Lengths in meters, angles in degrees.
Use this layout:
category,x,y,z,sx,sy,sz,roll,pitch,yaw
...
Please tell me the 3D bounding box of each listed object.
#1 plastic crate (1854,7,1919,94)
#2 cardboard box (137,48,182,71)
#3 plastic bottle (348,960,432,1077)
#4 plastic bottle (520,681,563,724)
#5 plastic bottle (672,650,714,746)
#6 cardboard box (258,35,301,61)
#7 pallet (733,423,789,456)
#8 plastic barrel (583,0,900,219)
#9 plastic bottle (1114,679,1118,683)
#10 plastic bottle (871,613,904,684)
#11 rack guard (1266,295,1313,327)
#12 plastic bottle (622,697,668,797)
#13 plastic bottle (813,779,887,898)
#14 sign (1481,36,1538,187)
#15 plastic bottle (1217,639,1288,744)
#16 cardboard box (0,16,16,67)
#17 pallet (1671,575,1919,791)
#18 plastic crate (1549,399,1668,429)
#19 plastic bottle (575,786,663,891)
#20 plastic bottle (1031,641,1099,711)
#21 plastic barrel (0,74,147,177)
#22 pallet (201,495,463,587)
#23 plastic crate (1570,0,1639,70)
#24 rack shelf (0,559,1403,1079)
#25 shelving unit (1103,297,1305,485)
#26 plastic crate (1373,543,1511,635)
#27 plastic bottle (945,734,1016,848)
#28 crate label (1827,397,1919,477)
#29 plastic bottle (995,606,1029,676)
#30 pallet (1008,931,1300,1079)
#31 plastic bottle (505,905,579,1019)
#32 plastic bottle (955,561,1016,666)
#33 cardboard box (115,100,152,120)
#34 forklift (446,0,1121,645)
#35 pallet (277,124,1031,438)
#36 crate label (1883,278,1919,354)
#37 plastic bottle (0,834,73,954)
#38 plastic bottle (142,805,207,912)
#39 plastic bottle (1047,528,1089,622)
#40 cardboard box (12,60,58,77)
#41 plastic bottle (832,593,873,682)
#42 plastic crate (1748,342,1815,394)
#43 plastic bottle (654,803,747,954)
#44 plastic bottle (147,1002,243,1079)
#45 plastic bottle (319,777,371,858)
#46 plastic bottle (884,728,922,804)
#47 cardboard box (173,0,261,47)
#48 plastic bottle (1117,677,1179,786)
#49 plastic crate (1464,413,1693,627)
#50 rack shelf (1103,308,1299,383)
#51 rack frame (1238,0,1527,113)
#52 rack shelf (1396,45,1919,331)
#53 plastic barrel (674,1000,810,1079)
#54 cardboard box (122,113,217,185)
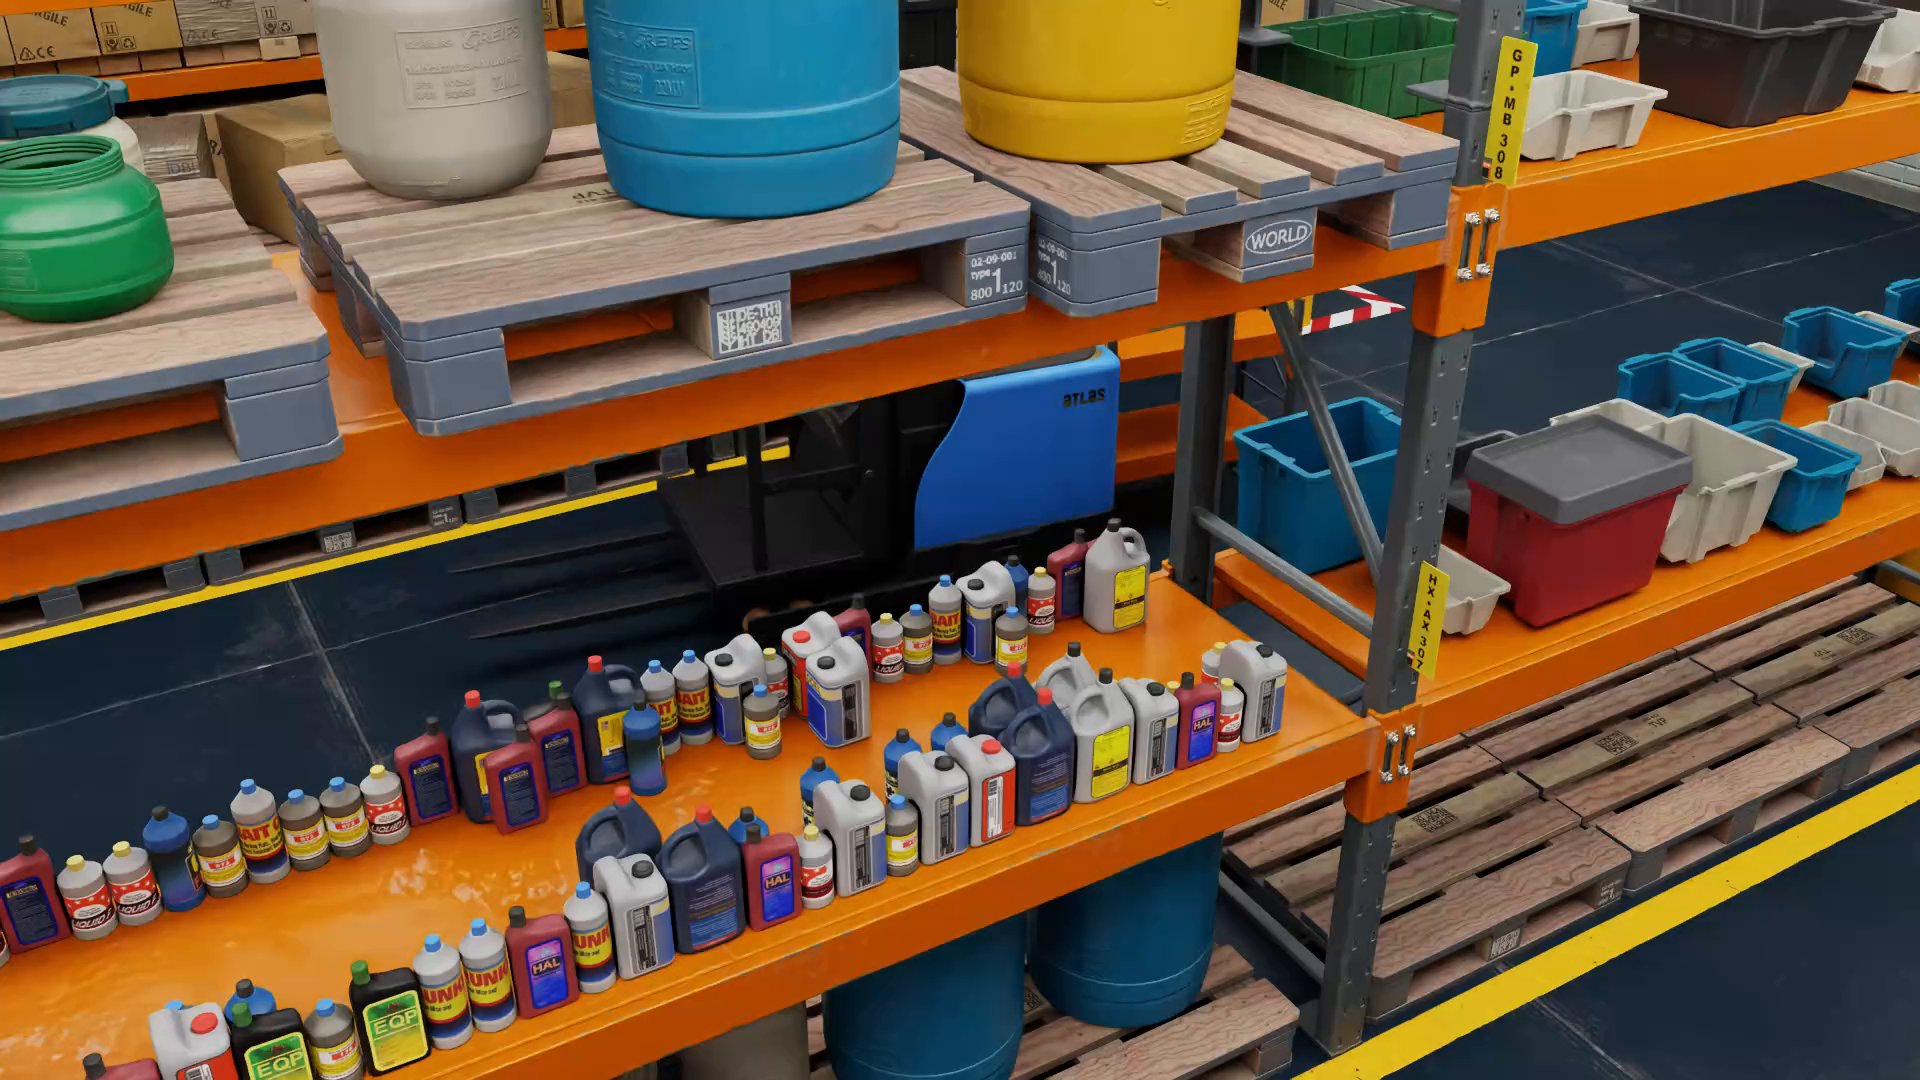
category,x,y,z,sx,sy,sz,roll,pitch,yaw
plastic crate,2.771,-1.458,4.957,0.530,0.136,0.437,-16,33,-26
cardboard box,-5.541,-3.363,11.478,0.250,0.149,0.380,-15,32,-25
plastic bottle,-1.197,0.985,3.482,0.133,0.283,0.061,-16,33,-26
plastic bottle,-1.078,0.505,4.351,0.133,0.283,0.061,-16,33,-26
plastic bottle,-0.726,0.421,4.516,0.097,0.271,0.097,0,29,0
cardboard box,-4.839,-3.510,11.746,0.250,0.149,0.380,-16,33,-26
pallet,-0.935,-0.902,9.666,1.213,0.211,1.003,-16,33,-26
plastic barrel,-0.416,-1.126,3.127,0.708,0.901,0.600,-16,33,-26
plastic bottle,0.408,0.470,4.500,0.097,0.201,0.097,0,29,0
plastic bottle,-0.211,0.305,4.798,0.097,0.201,0.097,0,29,0
rack guard,1.855,-1.821,11.032,0.348,0.500,1.175,-16,33,-26
plastic bottle,-0.821,0.529,4.321,0.097,0.271,0.097,0,29,0
plastic bottle,-0.264,0.698,4.010,0.135,0.276,0.152,-16,33,-26
sign,1.255,-0.978,3.804,0.005,0.325,0.100,-16,33,-26
plastic bottle,0.802,0.395,4.558,0.135,0.276,0.152,-16,33,-26
cardboard box,-6.485,-3.358,10.798,0.500,0.500,0.500,-15,32,-25
pallet,3.696,0.537,7.059,1.213,0.211,1.003,-16,33,-26
plastic crate,2.327,-0.353,5.996,0.466,0.136,0.293,-16,33,-26
plastic bottle,-0.791,0.732,3.871,0.185,0.351,0.144,-16,33,-26
plastic bottle,0.279,0.432,4.413,0.185,0.351,0.144,-16,33,-26
plastic barrel,-1.620,-0.671,2.966,0.301,0.262,0.301,0,29,0
pallet,-3.263,-0.219,8.428,1.213,0.211,1.003,-16,33,-26
plastic crate,1.882,-1.558,5.138,0.466,0.136,0.293,-16,33,-26
rack shelf,-0.746,0.914,4.234,4.000,0.370,1.077,-16,33,-26
shelving unit,1.089,-0.683,8.323,1.048,1.125,0.538,-12,31,-20
plastic crate,1.452,0.144,5.095,0.243,0.136,0.396,-16,33,-26
plastic bottle,0.052,0.608,4.173,0.135,0.276,0.152,-16,33,-26
crate label,3.331,-0.362,6.013,0.243,0.136,0.396,-16,33,-26
plastic bottle,0.150,0.288,4.829,0.097,0.201,0.097,0,29,0
pallet,0.292,1.502,5.310,1.213,0.211,1.003,-16,33,-26
plastic bottle,-0.914,0.905,3.627,0.133,0.283,0.061,-16,33,-26
plastic bottle,0.071,0.208,4.897,0.135,0.276,0.152,-16,33,-26
cardboard box,-6.031,-2.618,11.680,0.750,0.750,0.750,-16,33,-27
forklift,-0.819,-1.107,7.222,3.031,2.935,1.130,-12,31,-20
pallet,-0.624,-0.610,3.341,1.213,0.211,1.003,-16,33,-26
crate label,4.047,-0.899,6.886,0.303,0.233,0.416,-16,33,-26
plastic bottle,-2.139,0.806,3.805,0.133,0.283,0.061,-16,33,-26
plastic bottle,-1.862,0.743,3.932,0.097,0.271,0.097,0,29,0
plastic bottle,0.331,0.105,5.076,0.133,0.283,0.061,-16,33,-26
cardboard box,-6.221,-3.189,11.164,0.250,0.149,0.380,-15,32,-25
plastic bottle,-0.320,0.290,4.741,0.133,0.283,0.061,-16,33,-26
plastic crate,3.144,-0.647,6.529,0.298,0.136,0.250,-16,33,-26
plastic bottle,-0.598,0.762,3.816,0.185,0.351,0.144,-16,33,-26
plastic bottle,-1.535,1.058,3.356,0.135,0.276,0.152,-16,33,-26
plastic bottle,-1.527,0.679,4.121,0.097,0.201,0.097,0,29,0
plastic bottle,-0.143,0.595,4.200,0.097,0.271,0.097,0,29,0
cardboard box,-5.183,-3.734,11.479,0.500,0.500,0.500,-16,33,-26
plastic bottle,0.487,0.484,4.396,0.135,0.276,0.152,-16,33,-26
plastic crate,1.875,-0.059,5.124,0.583,0.464,0.402,-16,33,-26
rack shelf,1.089,-0.939,8.182,1.000,0.278,0.538,-12,31,-20
rack frame,0.978,-2.517,3.498,0.127,3.000,1.000,-16,33,-26
rack shelf,2.703,-1.378,5.283,4.000,0.370,1.077,-16,33,-26
plastic barrel,-0.642,1.415,4.721,0.421,0.512,0.421,0,29,0
cardboard box,-3.606,-1.549,7.414,0.500,0.500,0.700,-10,30,-17
